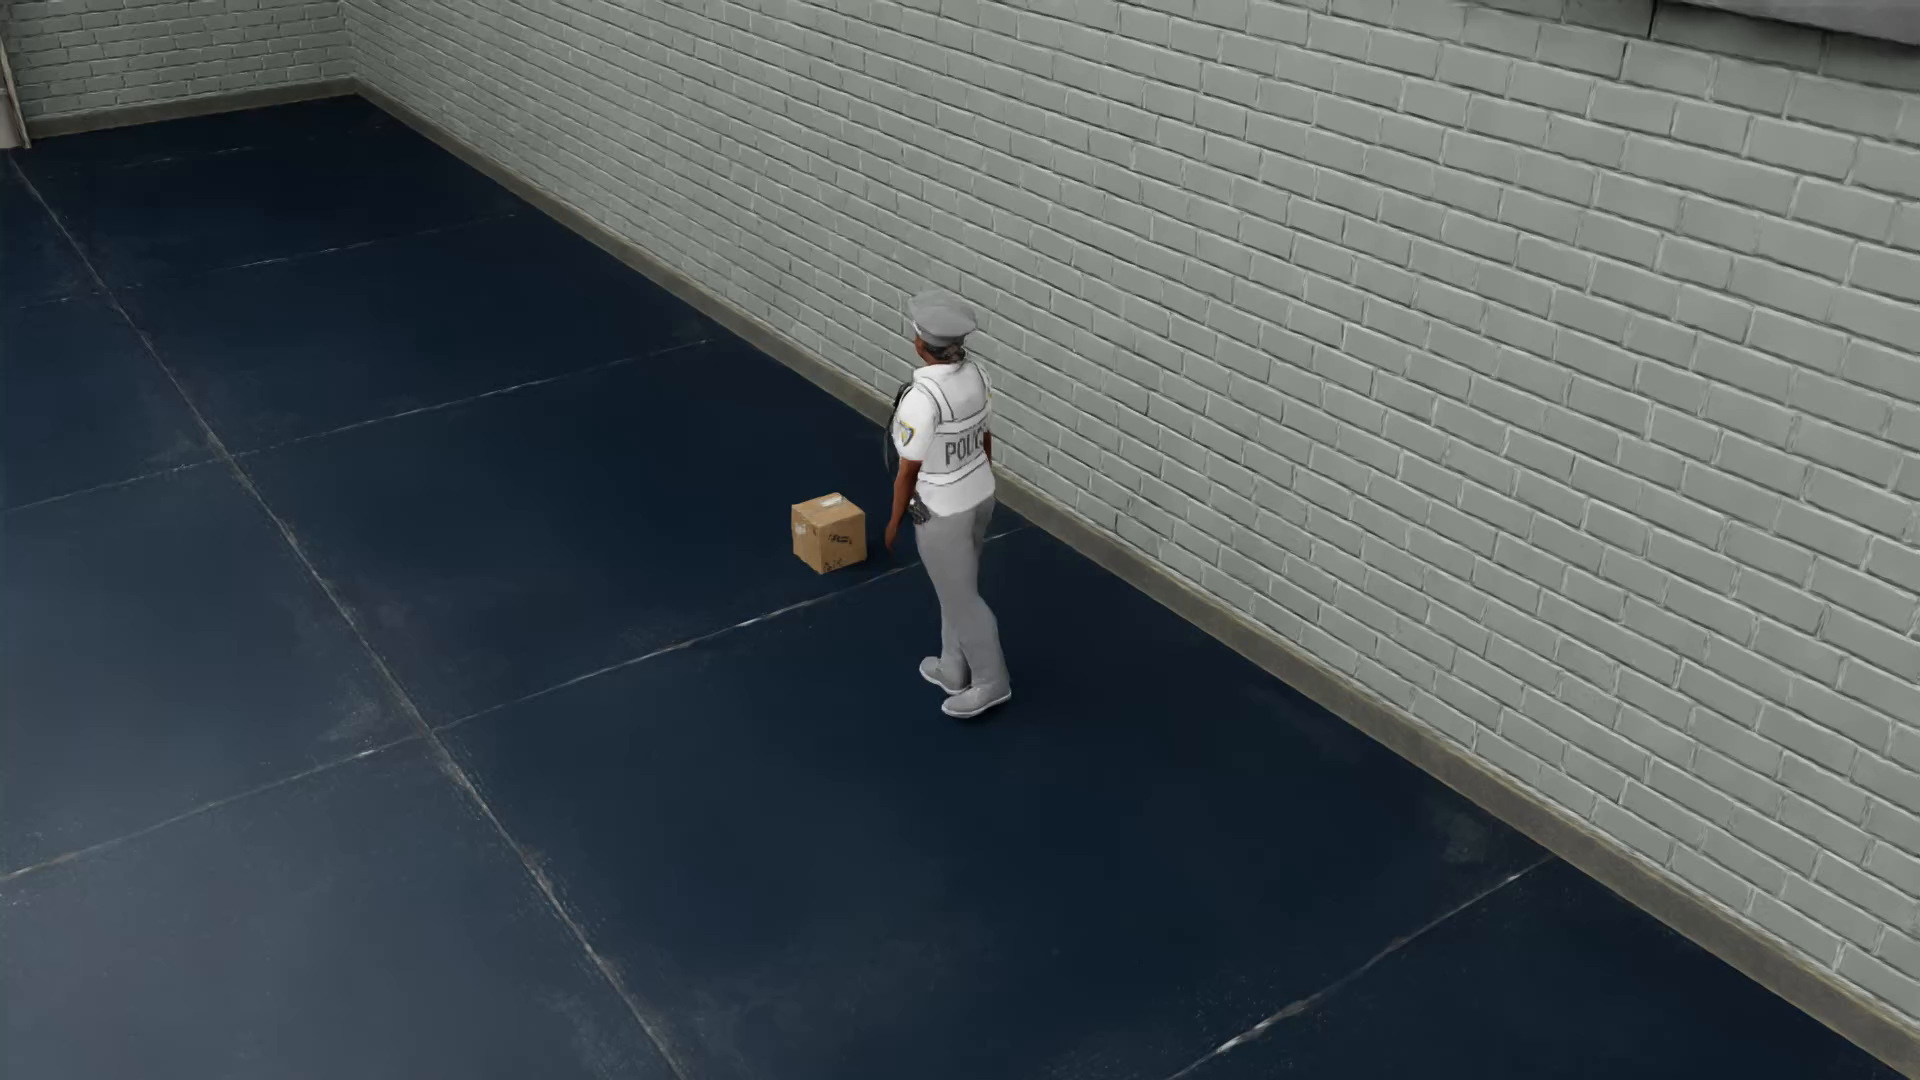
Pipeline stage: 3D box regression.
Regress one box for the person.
[{"bbox_3d":[-0.024,-0.107,6.292,0.472,1.690,0.449,16,32,26],"label":"person"}]
